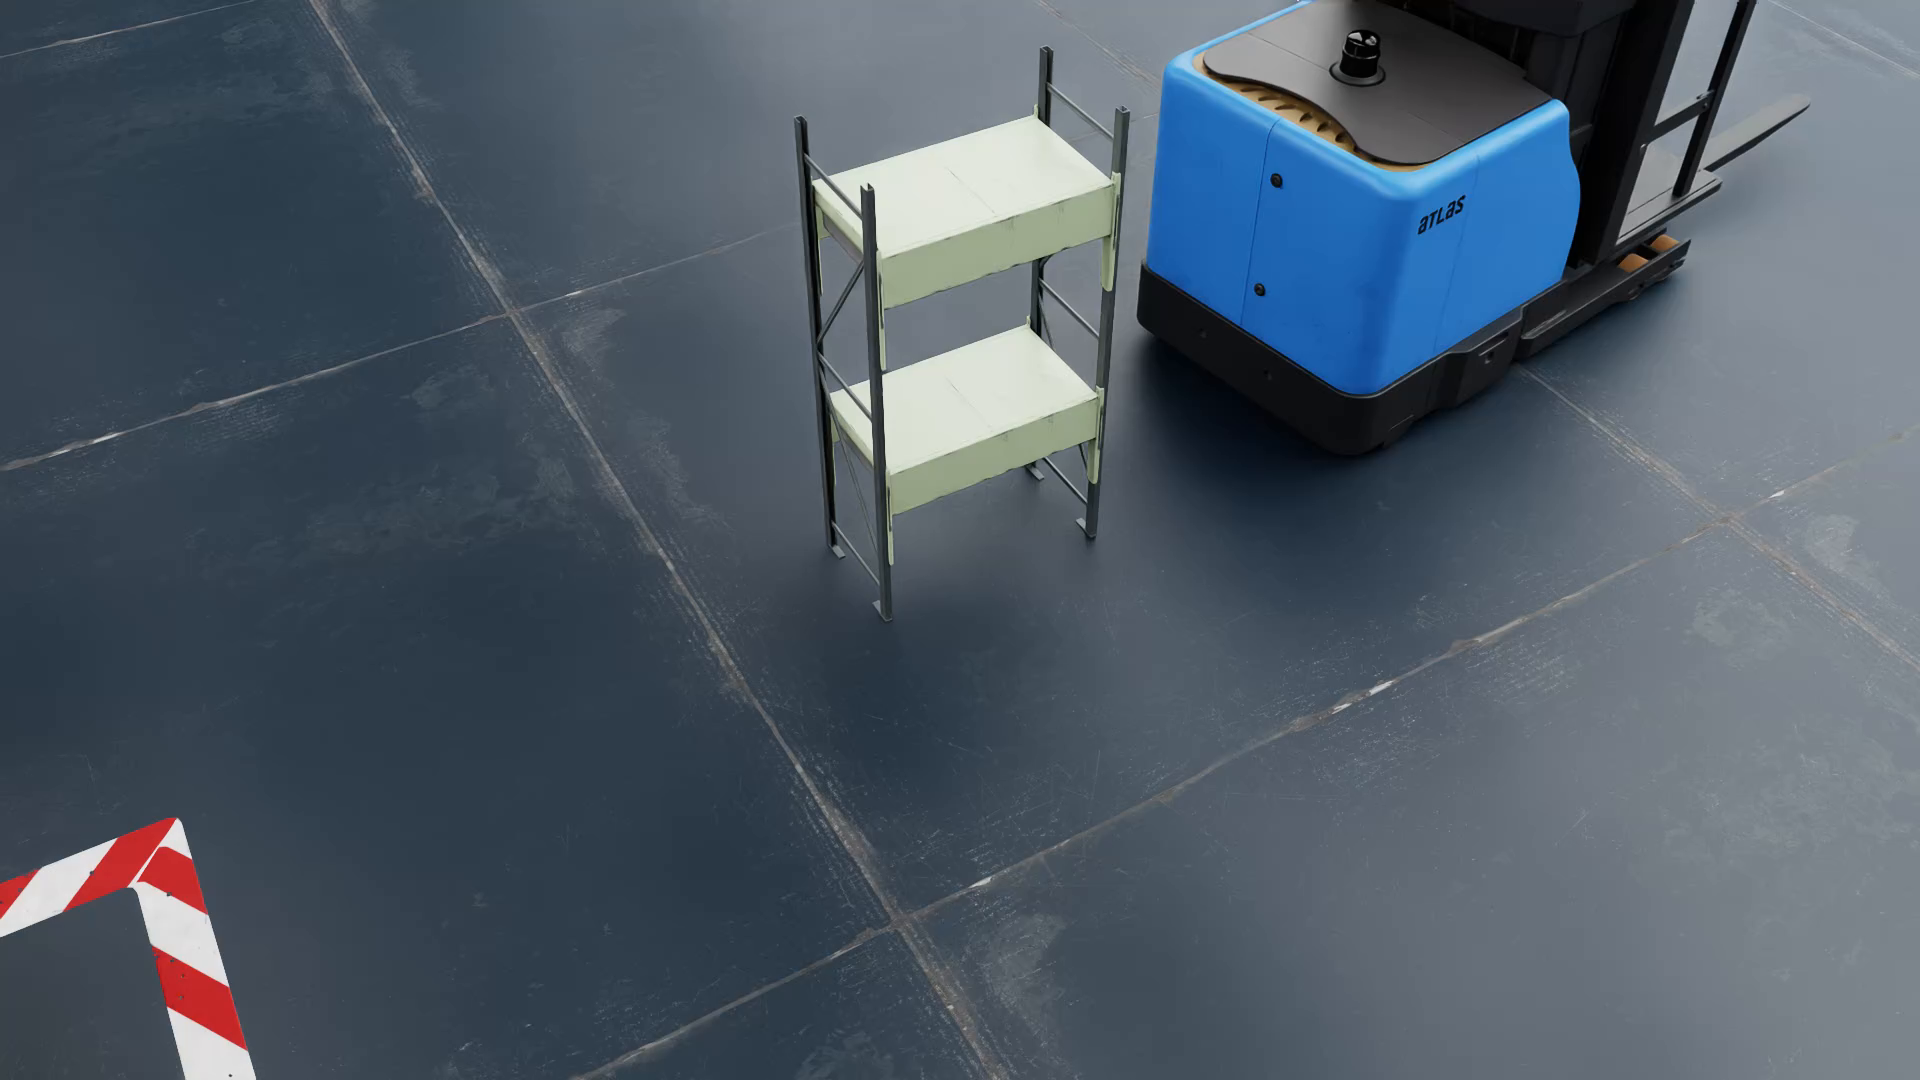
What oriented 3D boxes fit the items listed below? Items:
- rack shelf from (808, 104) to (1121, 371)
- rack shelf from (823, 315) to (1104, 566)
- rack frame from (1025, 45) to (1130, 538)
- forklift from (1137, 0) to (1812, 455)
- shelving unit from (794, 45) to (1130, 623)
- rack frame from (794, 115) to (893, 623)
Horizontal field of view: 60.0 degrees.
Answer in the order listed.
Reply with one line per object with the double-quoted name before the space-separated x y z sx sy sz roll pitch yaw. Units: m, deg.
"rack shelf" 0.006 -0.821 4.458 0.720 0.370 0.431 -22 48 -21
"rack shelf" 0.006 -0.307 4.957 0.720 0.370 0.431 -22 48 -21
"rack frame" 0.323 -0.668 4.861 0.023 1.500 0.400 -22 48 -21
"forklift" 2.094 -2.199 5.411 3.031 2.935 1.130 -30 51 -27
"shelving unit" 0.006 -0.541 4.730 0.755 1.500 0.431 -22 48 -21
"rack frame" -0.312 -0.414 4.599 0.023 1.500 0.400 -22 48 -21
